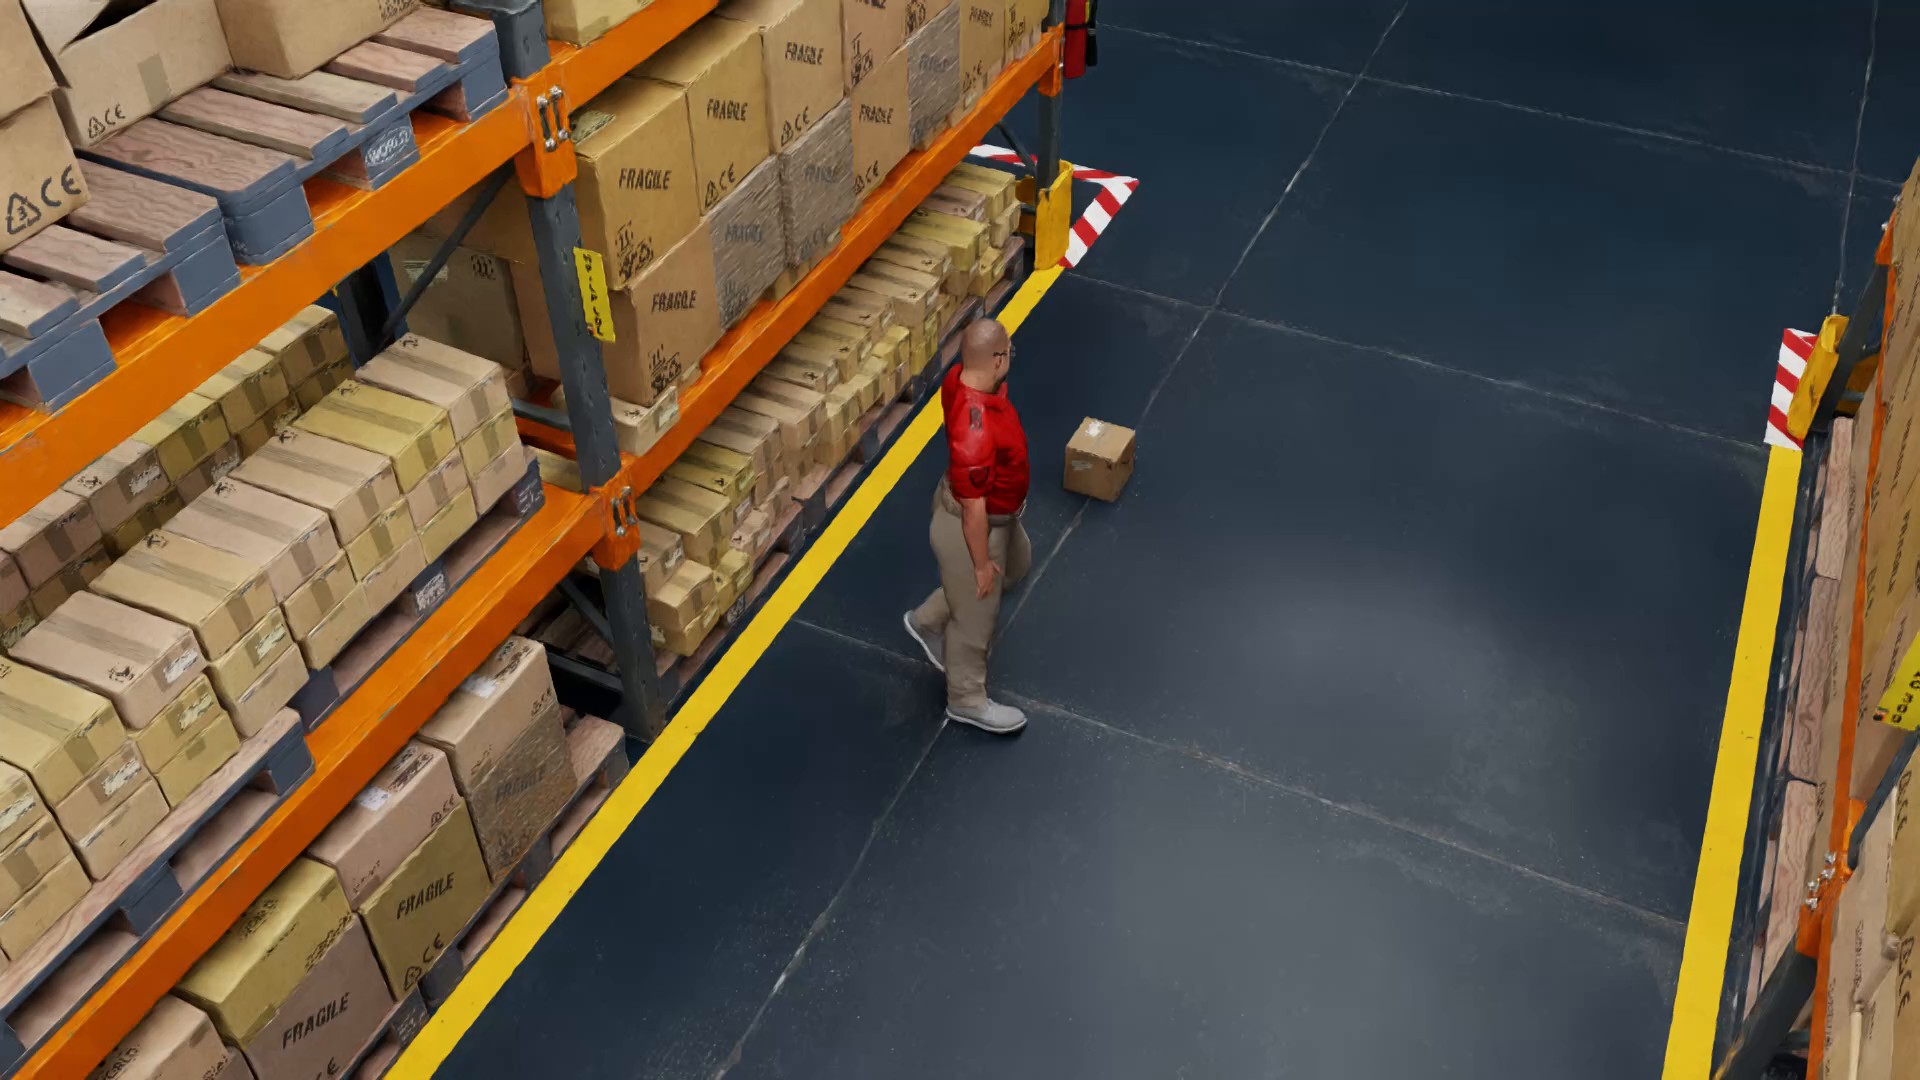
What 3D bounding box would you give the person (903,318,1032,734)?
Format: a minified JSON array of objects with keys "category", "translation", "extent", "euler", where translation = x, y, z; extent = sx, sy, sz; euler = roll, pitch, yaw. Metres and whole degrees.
[{"category":"person","translation":[0.038,-0.071,6.241],"extent":[0.486,1.704,0.630],"euler":[0,42,0]}]
